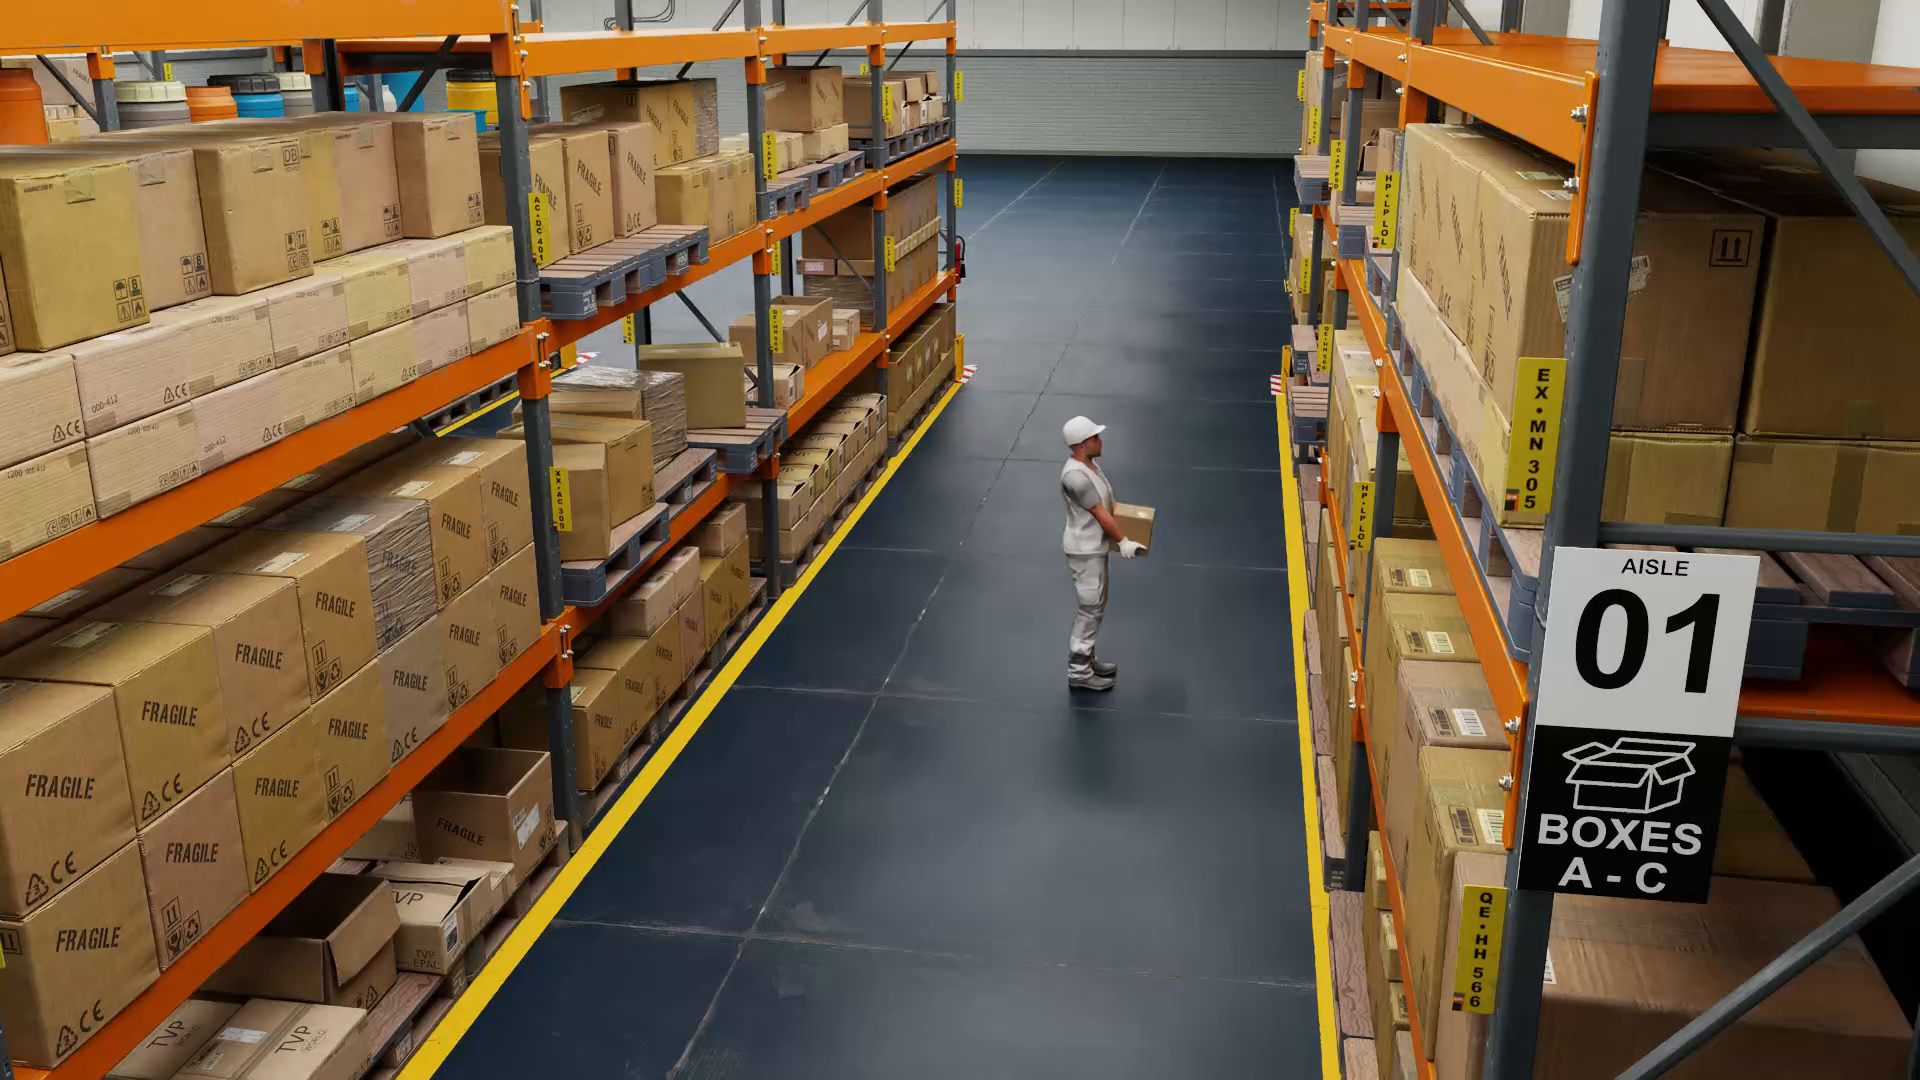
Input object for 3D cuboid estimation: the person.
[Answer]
[{"bbox_3d":[0.934,0.080,10.772,0.573,1.782,0.493,3,18,9],"label":"person"}]
